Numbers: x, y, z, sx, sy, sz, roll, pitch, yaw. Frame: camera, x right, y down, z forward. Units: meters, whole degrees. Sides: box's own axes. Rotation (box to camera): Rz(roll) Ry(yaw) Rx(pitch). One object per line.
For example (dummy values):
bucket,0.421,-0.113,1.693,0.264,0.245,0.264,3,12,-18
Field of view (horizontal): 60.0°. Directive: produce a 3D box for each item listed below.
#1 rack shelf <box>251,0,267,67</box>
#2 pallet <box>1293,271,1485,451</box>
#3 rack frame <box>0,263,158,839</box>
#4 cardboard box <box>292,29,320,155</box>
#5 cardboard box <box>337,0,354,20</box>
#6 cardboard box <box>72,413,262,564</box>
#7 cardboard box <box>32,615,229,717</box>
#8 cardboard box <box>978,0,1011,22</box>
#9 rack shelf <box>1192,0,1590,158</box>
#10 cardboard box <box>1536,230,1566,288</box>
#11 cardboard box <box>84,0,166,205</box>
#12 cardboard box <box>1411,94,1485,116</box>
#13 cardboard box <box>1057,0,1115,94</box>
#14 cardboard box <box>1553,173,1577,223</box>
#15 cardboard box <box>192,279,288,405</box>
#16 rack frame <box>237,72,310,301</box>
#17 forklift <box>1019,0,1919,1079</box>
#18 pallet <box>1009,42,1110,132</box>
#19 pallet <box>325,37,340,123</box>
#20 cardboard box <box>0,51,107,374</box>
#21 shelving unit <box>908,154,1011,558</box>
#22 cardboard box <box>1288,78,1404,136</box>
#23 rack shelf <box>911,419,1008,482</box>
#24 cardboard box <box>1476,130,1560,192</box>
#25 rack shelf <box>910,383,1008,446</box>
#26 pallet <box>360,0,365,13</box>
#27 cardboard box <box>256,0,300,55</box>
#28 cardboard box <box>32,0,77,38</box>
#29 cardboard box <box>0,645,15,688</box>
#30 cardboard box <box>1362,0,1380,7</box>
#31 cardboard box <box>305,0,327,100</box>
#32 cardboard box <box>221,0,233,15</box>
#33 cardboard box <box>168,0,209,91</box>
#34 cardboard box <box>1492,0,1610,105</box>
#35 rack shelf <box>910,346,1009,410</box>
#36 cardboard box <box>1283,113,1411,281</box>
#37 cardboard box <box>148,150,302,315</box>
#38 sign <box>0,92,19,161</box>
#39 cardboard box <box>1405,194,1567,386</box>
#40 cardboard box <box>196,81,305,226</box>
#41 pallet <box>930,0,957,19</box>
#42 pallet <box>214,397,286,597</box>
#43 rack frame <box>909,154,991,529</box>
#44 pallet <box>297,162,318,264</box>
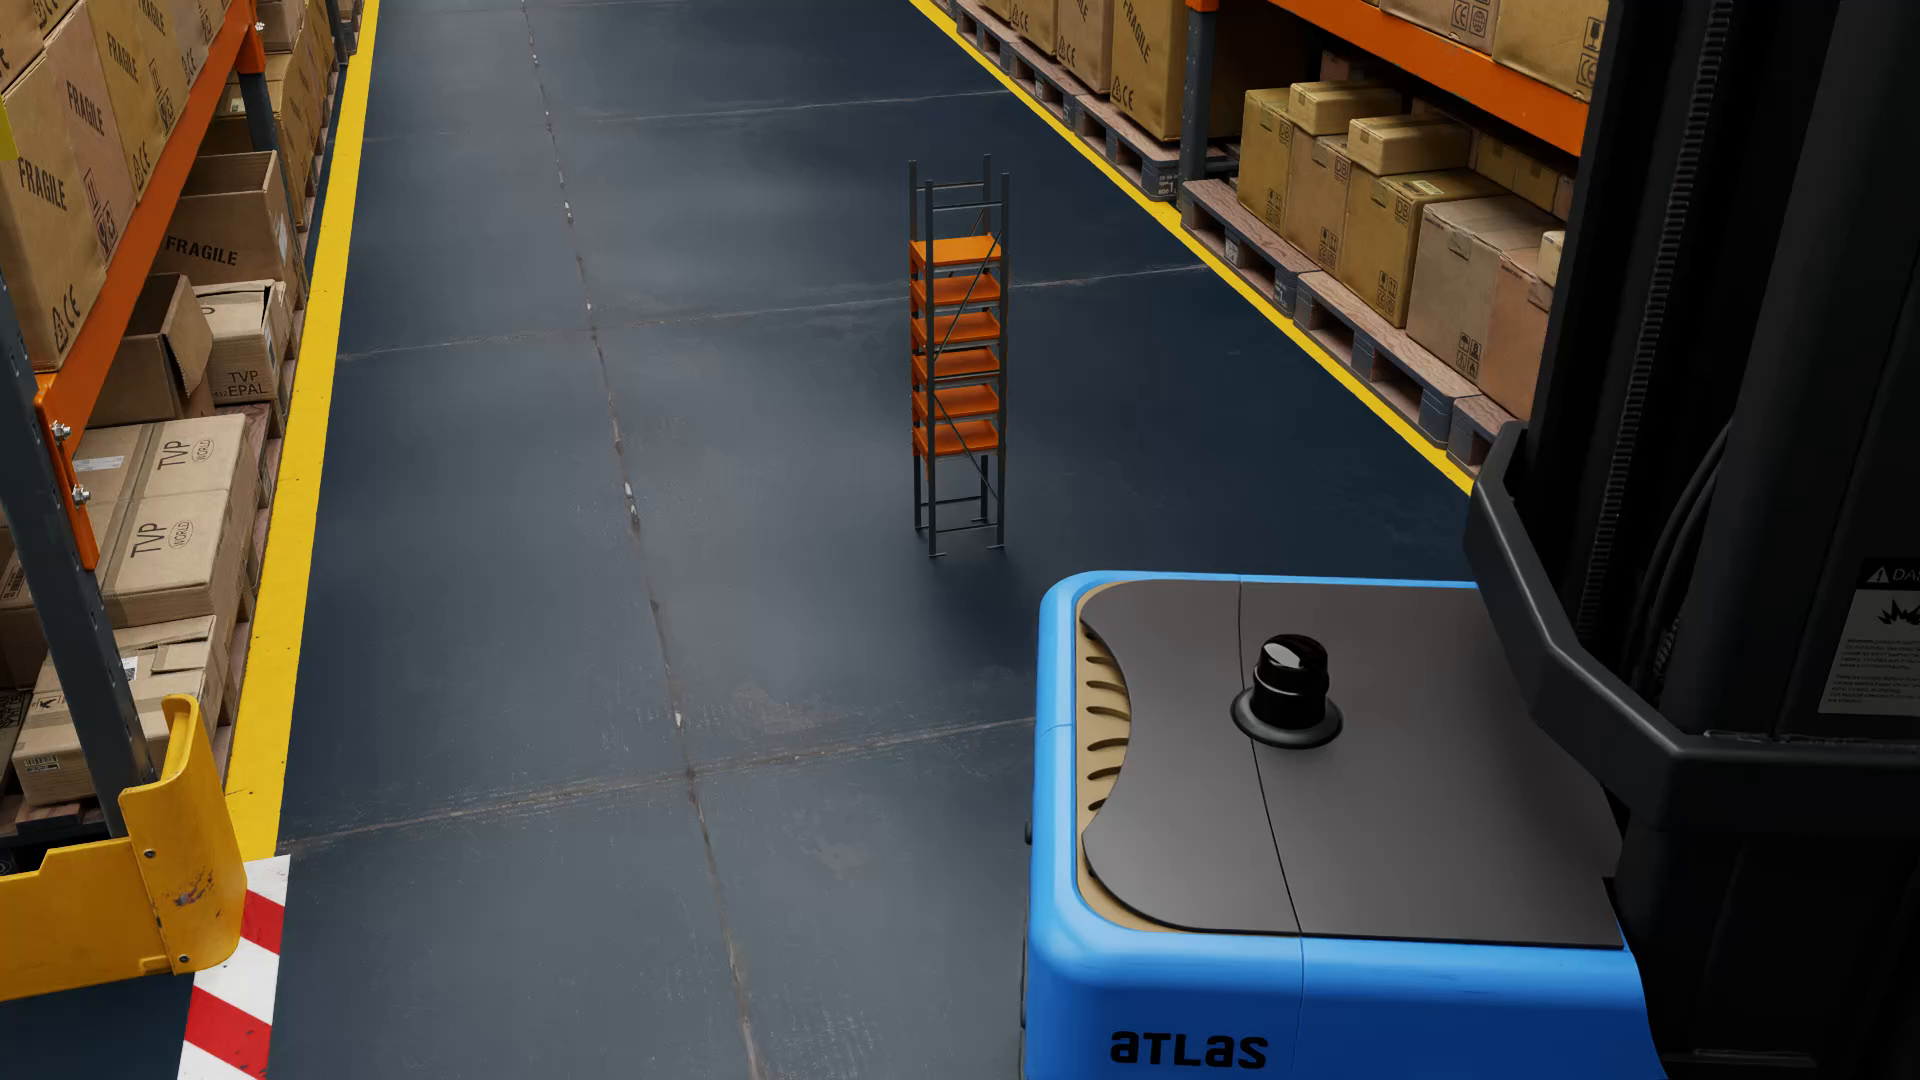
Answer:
rack shelf,-3.770,-2.924,8.025,1.077,0.370,4.000,-8,31,-13
pallet,1.990,-0.755,6.343,1.003,0.211,1.213,-8,31,-13
rack frame,-2.177,-0.337,2.838,1.000,3.000,0.127,-8,31,-13
cardboard box,-3.410,-2.142,8.013,0.500,0.500,0.500,-7,31,-13
cardboard box,-4.157,-3.485,10.602,0.500,0.250,0.500,-8,31,-13
cardboard box,-2.314,-0.121,4.770,0.500,0.250,0.500,-8,31,-13
cardboard box,-2.024,0.330,4.075,0.380,0.166,0.250,-8,31,-13
cardboard box,0.543,-3.740,10.445,0.750,0.750,0.750,-8,31,-14
rack shelf,2.067,-1.652,5.829,1.077,0.370,4.000,-8,31,-13
cardboard box,2.037,-0.864,5.178,0.380,0.149,0.250,-7,31,-12
cardboard box,-2.313,-1.121,4.093,0.500,0.500,0.500,-8,31,-13
cardboard box,2.001,-1.651,6.536,0.380,0.149,0.250,-9,31,-15
cardboard box,0.999,-2.907,9.004,0.750,0.750,0.750,-7,31,-12
cardboard box,2.272,-1.158,5.684,0.380,0.149,0.250,-7,31,-13
cardboard box,-2.615,-0.696,5.703,0.500,0.311,0.500,-8,31,-13
rack frame,-3.239,-2.269,6.176,1.000,3.000,0.127,-8,31,-13
forklift,1.620,-0.007,2.336,3.031,2.935,1.130,2,30,3
pallet,0.931,-2.676,9.662,1.003,0.211,1.213,-8,31,-13
pallet,-4.139,-2.629,9.581,1.003,0.211,1.213,-8,31,-13
cardboard box,-2.041,-0.630,3.244,0.500,0.500,0.500,-7,31,-12
shelving unit,-0.004,-0.526,4.962,0.258,1.200,0.189,-8,31,-13
cardboard box,1.551,-1.746,6.700,0.380,0.149,0.250,-7,31,-12
rack shelf,-0.004,-0.280,5.104,0.258,0.103,0.180,-8,31,-13
cardboard box,2.136,-1.404,6.110,0.380,0.149,0.250,-8,31,-14
rack shelf,-0.004,-0.384,5.044,0.258,0.103,0.180,-8,31,-13
pallet,-4.802,-3.985,11.924,1.003,0.211,1.213,-8,31,-13
cardboard box,-3.398,-2.451,7.798,0.500,0.250,0.500,-8,31,-13
cardboard box,-2.187,-1.314,3.428,0.500,0.500,0.500,-8,31,-13
cardboard box,-2.580,0.261,4.194,0.380,0.166,0.250,-8,31,-13
cardboard box,1.853,-2.442,6.175,0.980,0.700,0.700,-9,31,-15
cardboard box,-3.689,-2.639,8.872,0.500,0.500,0.500,-9,31,-15
cardboard box,-2.859,-2.105,5.793,0.500,0.500,0.500,-7,31,-12
cardboard box,-2.582,-1.609,4.935,0.500,0.500,0.500,-7,31,-12
cardboard box,2.249,-1.722,4.932,0.980,0.700,0.700,-8,31,-14
rack shelf,-0.004,-0.488,4.984,0.258,0.103,0.180,-8,31,-13
cardboard box,1.766,-1.412,6.771,0.700,0.500,0.500,-8,31,-14
cardboard box,-2.814,-1.140,6.282,0.500,0.500,0.500,-8,31,-13
sign,-1.654,-0.784,2.746,0.100,0.325,0.005,-8,31,-13
cardboard box,2.048,-0.907,5.899,0.700,0.500,0.500,-9,31,-15
cardboard box,-3.133,-1.644,7.152,0.500,0.500,0.500,-9,31,-16
pallet,0.268,-4.032,12.006,1.003,0.211,1.213,-8,31,-13
pallet,-2.730,-0.140,5.282,1.003,0.211,1.213,-8,31,-13
rack frame,-0.028,-0.570,5.038,0.240,1.200,0.006,-8,31,-13
pallet,-3.491,-1.450,7.545,1.003,0.211,1.213,-8,31,-13
